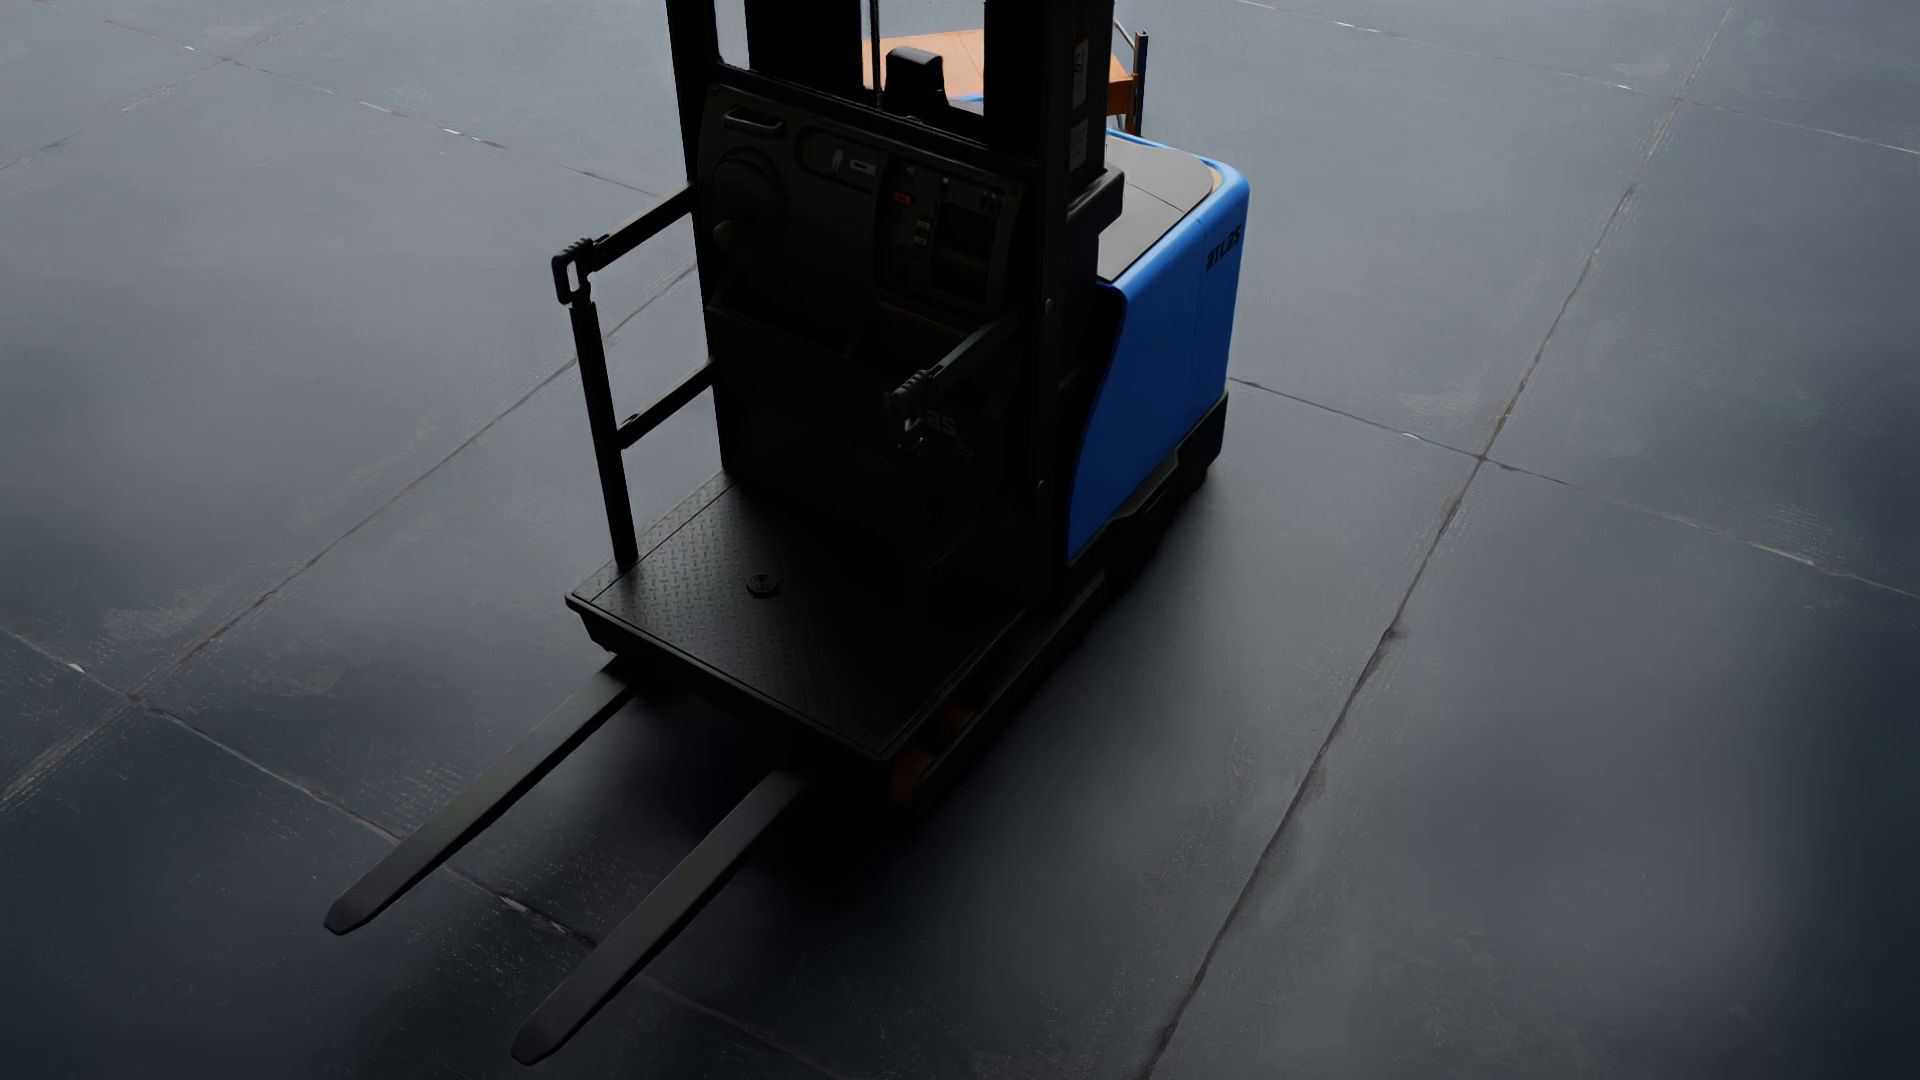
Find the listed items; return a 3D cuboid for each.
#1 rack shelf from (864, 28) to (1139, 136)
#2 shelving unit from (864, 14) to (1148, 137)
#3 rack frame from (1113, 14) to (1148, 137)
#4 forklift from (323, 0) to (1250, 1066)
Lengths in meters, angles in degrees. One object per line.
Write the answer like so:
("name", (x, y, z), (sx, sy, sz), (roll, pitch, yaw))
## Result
("rack shelf", (0.047, -1.521, 5.683), (1.000, 0.278, 0.538), (-9, 42, -10))
("shelving unit", (0.047, -1.301, 5.877), (1.048, 1.125, 0.538), (-9, 42, -10))
("rack frame", (0.542, -1.379, 5.965), (0.032, 1.125, 0.500), (-9, 42, -10))
("forklift", (-0.374, -0.743, 3.876), (1.130, 2.935, 3.031), (24, 47, 25))
